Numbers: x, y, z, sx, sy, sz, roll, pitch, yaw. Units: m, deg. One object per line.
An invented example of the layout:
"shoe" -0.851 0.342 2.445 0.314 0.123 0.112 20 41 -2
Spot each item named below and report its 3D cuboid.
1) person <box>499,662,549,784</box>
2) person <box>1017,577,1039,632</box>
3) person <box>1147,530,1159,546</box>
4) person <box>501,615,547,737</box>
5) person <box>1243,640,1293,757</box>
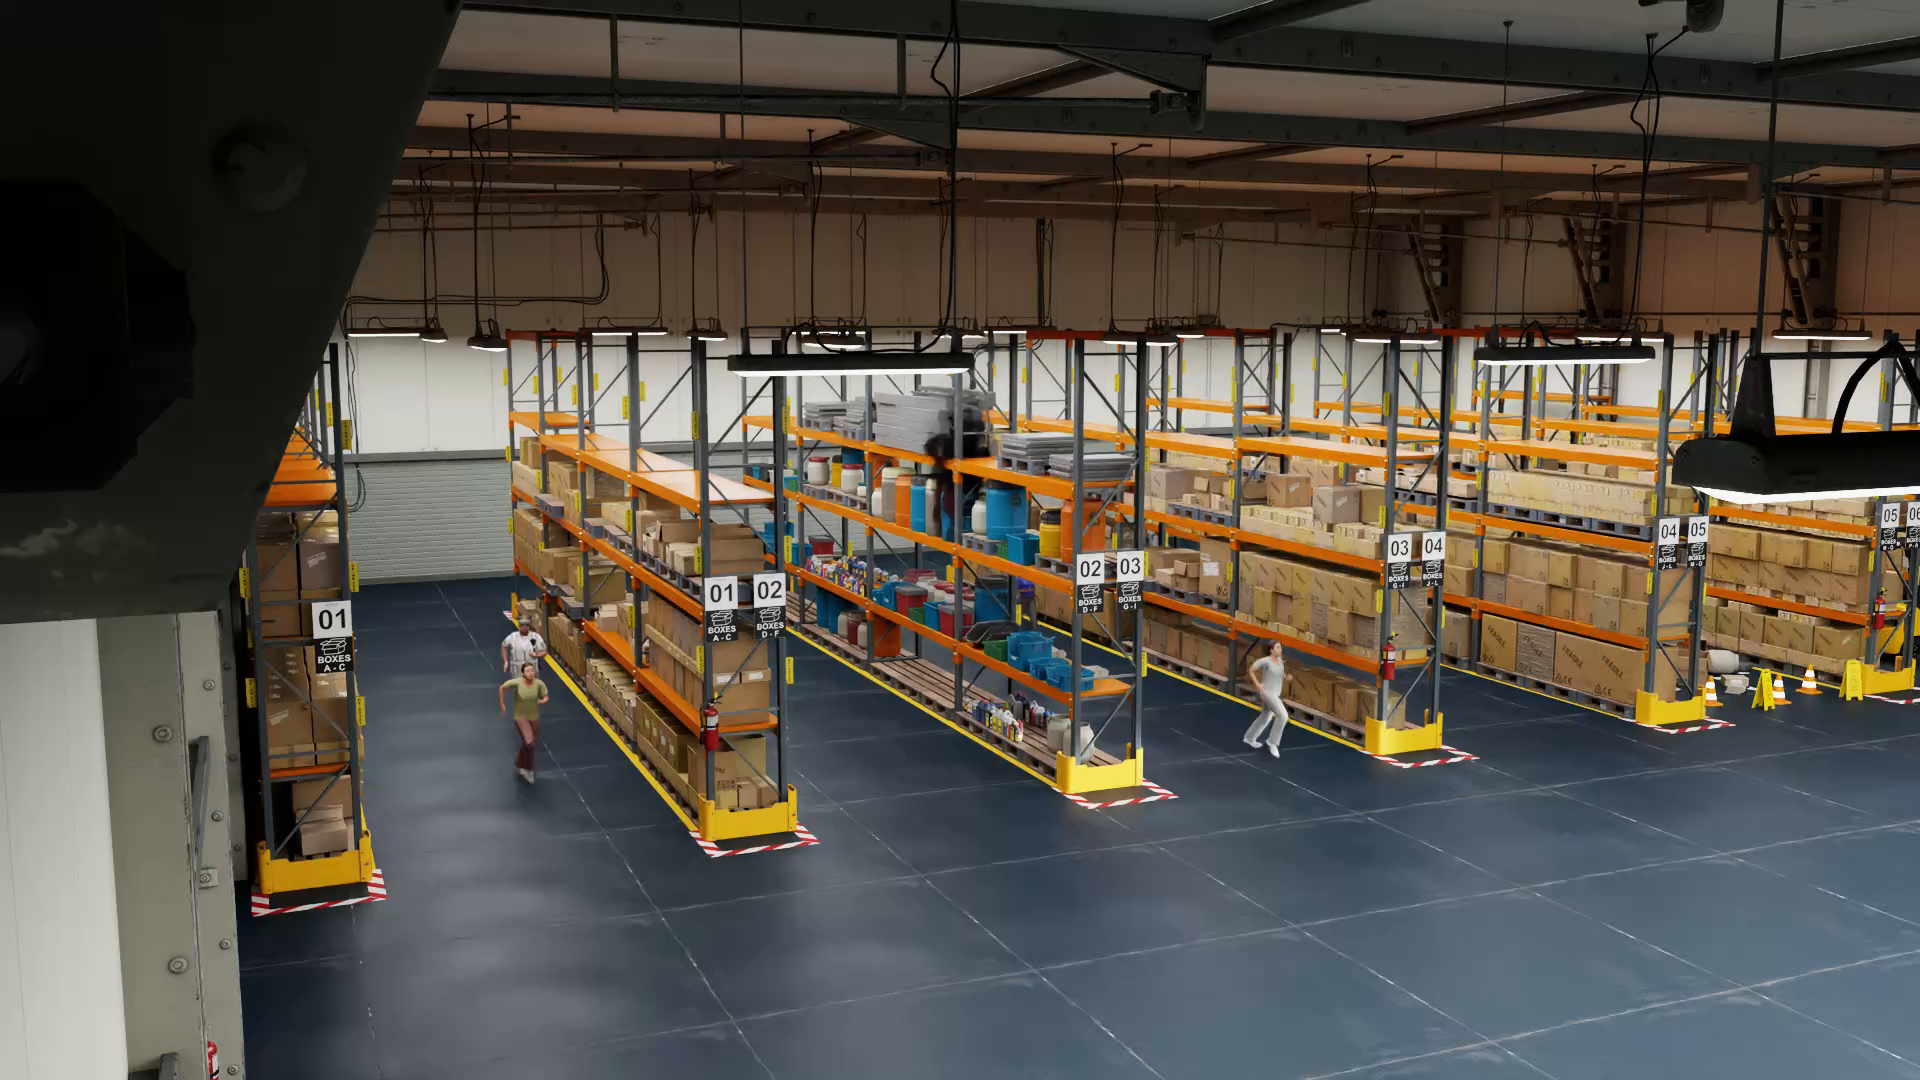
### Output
"person" -5.885 2.451 22.547 0.603 1.657 0.789 -5 9 -33
"person" 1.254 1.196 31.628 0.575 1.645 0.938 -4 9 -27
"person" 5.020 -0.240 42.307 0.578 1.645 0.616 -7 10 -41
"person" -6.582 2.012 25.195 0.653 1.799 0.902 -3 8 -21
"person" 4.451 2.257 24.023 0.770 1.691 0.548 6 10 39
